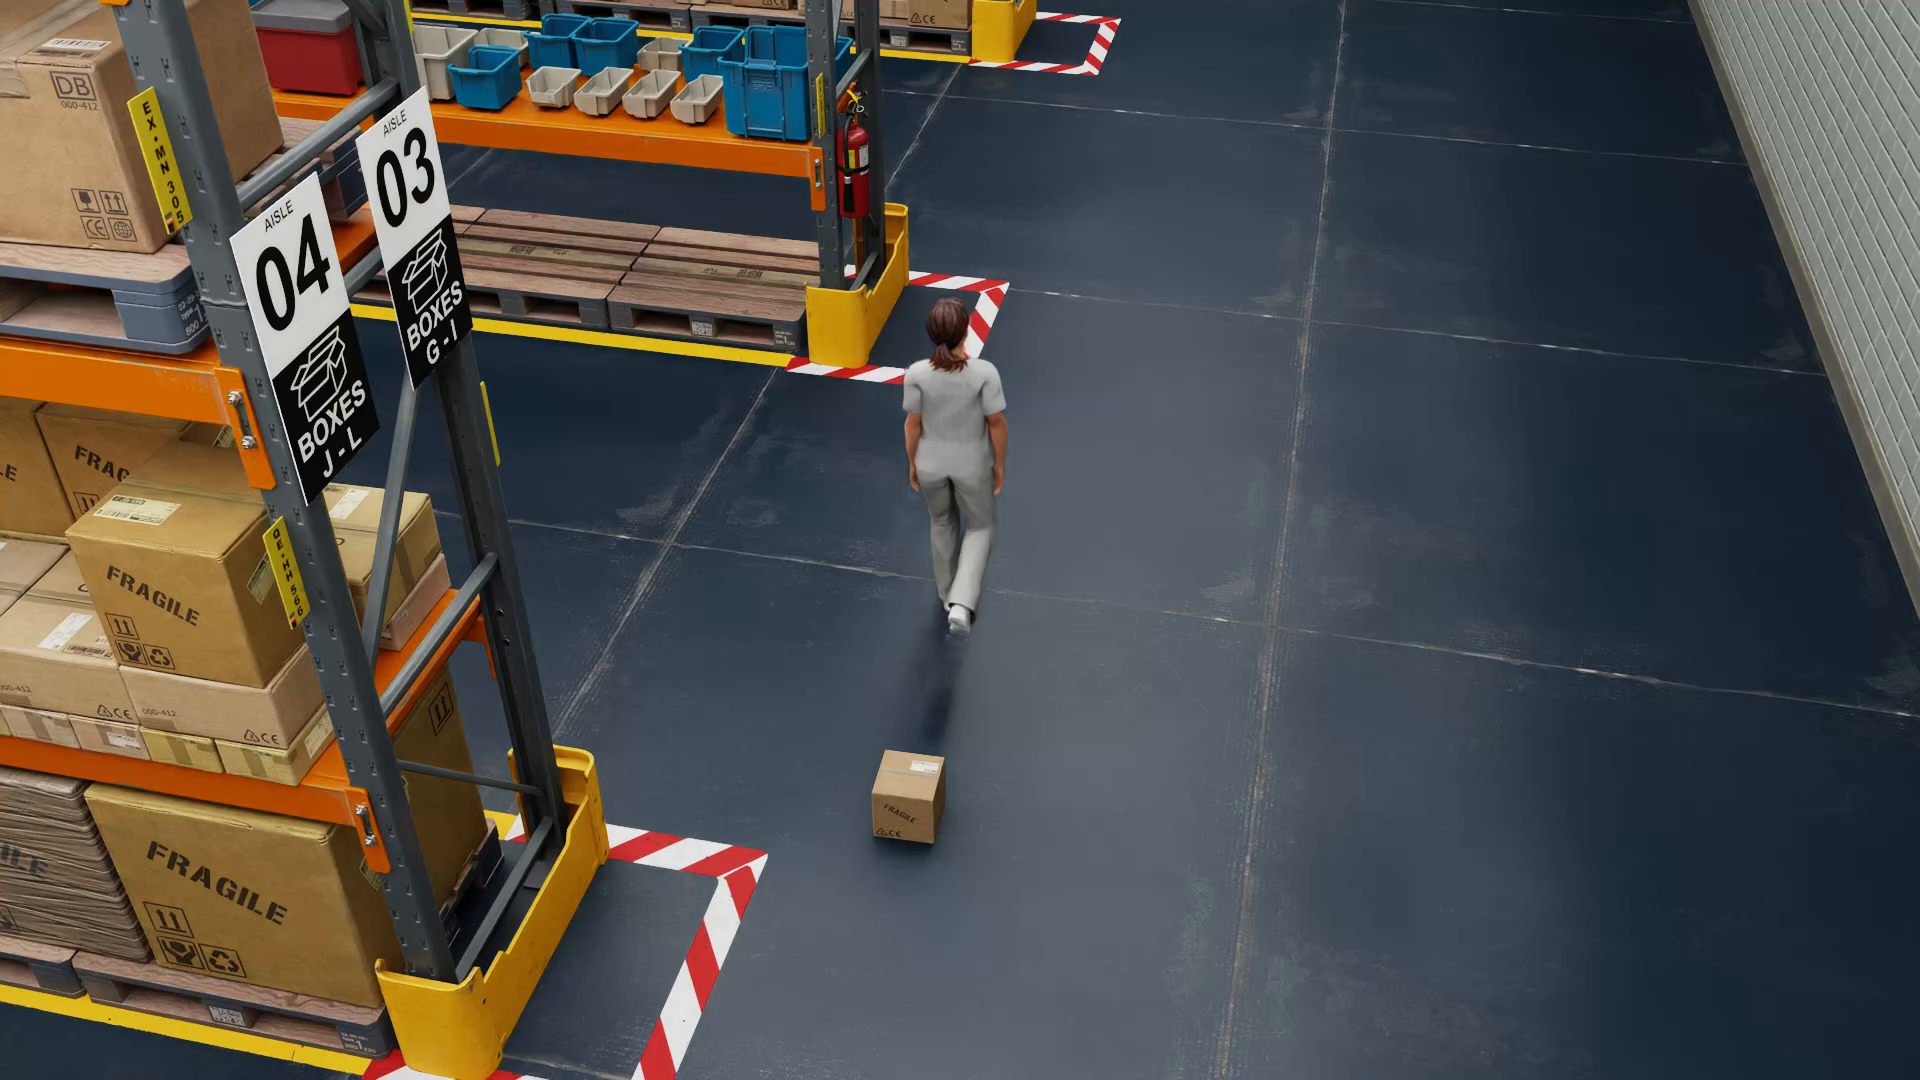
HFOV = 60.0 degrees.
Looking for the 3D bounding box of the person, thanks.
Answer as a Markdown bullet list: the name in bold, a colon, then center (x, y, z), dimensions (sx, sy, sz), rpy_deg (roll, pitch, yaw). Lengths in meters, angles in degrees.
- **person**: center (-0.026, -0.287, 7.324), dimensions (0.453, 1.652, 0.709), rpy_deg (4, 37, 6)
